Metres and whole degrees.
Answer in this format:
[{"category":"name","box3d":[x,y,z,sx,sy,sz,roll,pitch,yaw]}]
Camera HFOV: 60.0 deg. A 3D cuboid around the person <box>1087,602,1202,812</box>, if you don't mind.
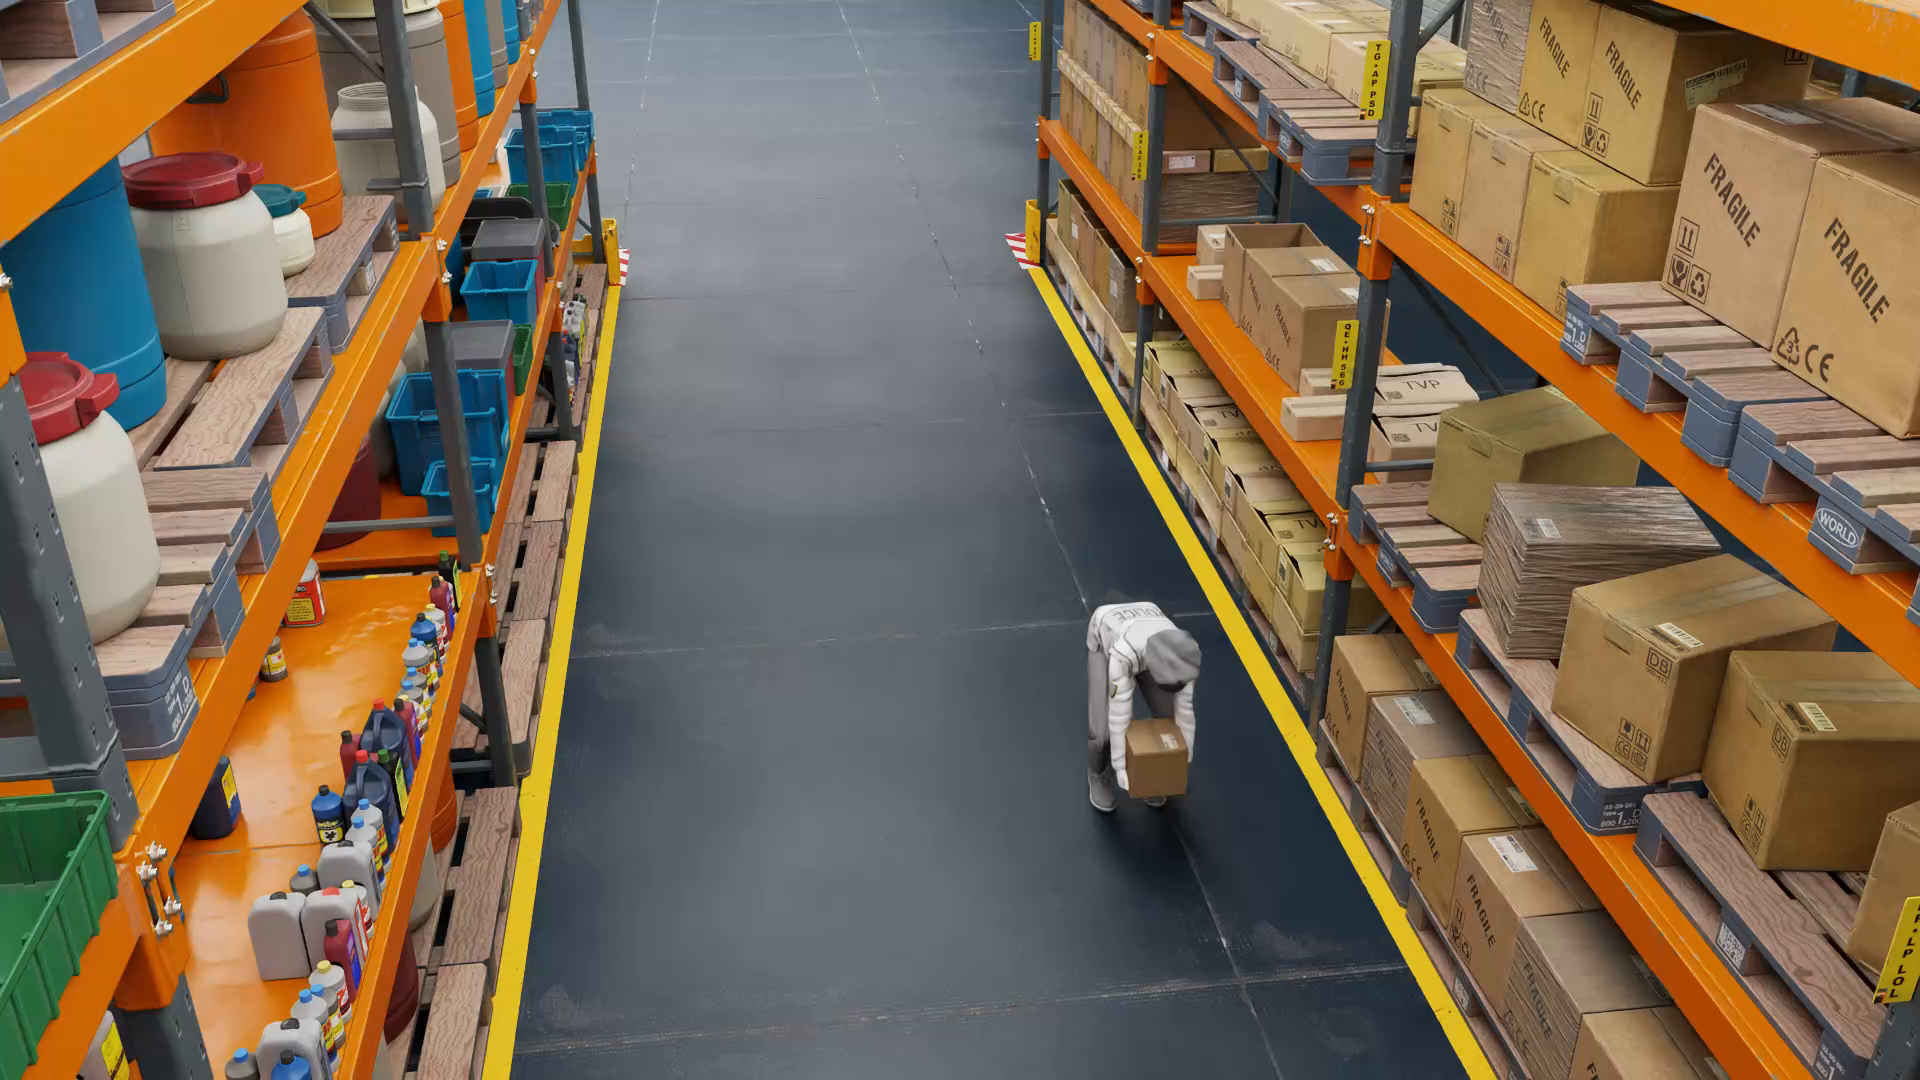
[{"category":"person","box3d":[0.834,0.792,7.603,0.433,1.193,0.908,-5,28,-9]}]
